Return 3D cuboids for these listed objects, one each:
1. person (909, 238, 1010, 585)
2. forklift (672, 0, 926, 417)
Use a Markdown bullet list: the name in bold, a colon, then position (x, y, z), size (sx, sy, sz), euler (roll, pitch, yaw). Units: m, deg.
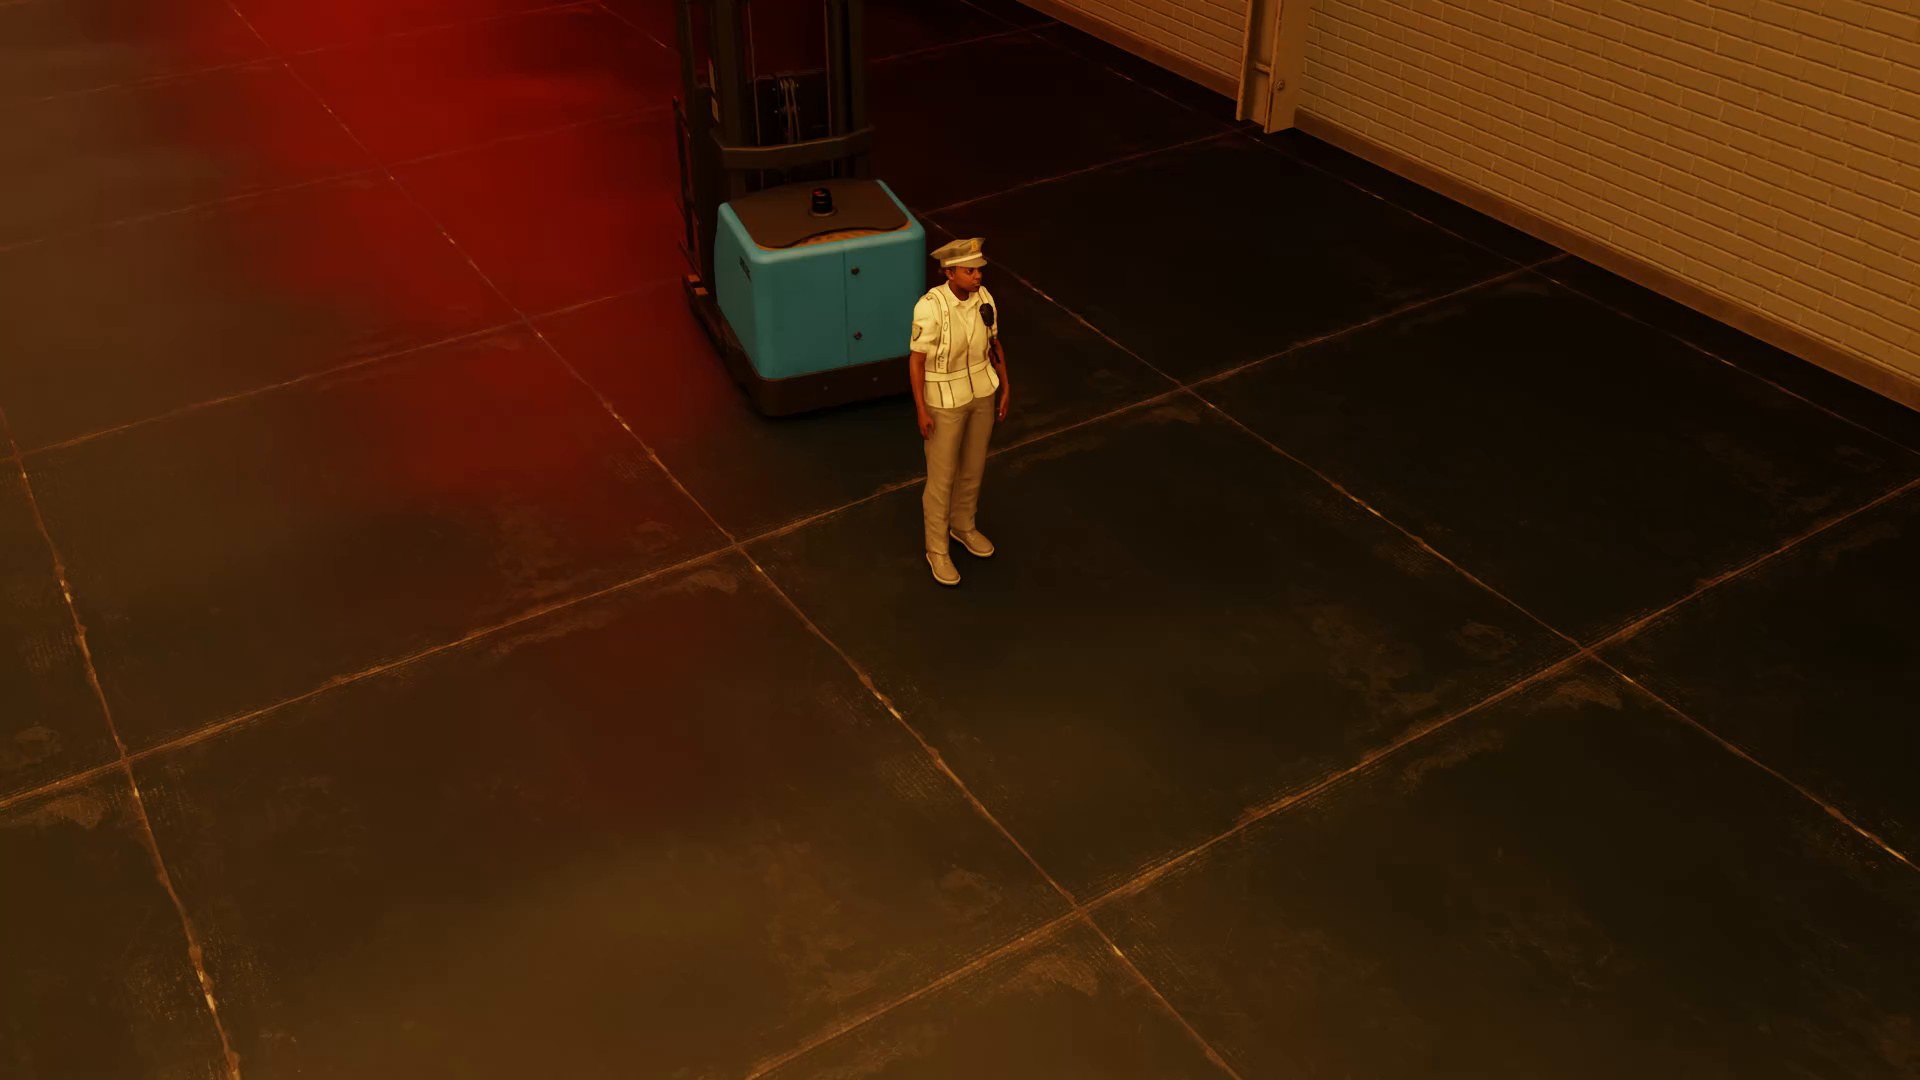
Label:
- **person**: position (0.025, -0.657, 8.145), size (0.570, 1.697, 0.528), euler (-21, 40, -27)
- **forklift**: position (-1.181, -2.754, 10.067), size (1.130, 2.935, 3.031), euler (-13, 37, -17)
